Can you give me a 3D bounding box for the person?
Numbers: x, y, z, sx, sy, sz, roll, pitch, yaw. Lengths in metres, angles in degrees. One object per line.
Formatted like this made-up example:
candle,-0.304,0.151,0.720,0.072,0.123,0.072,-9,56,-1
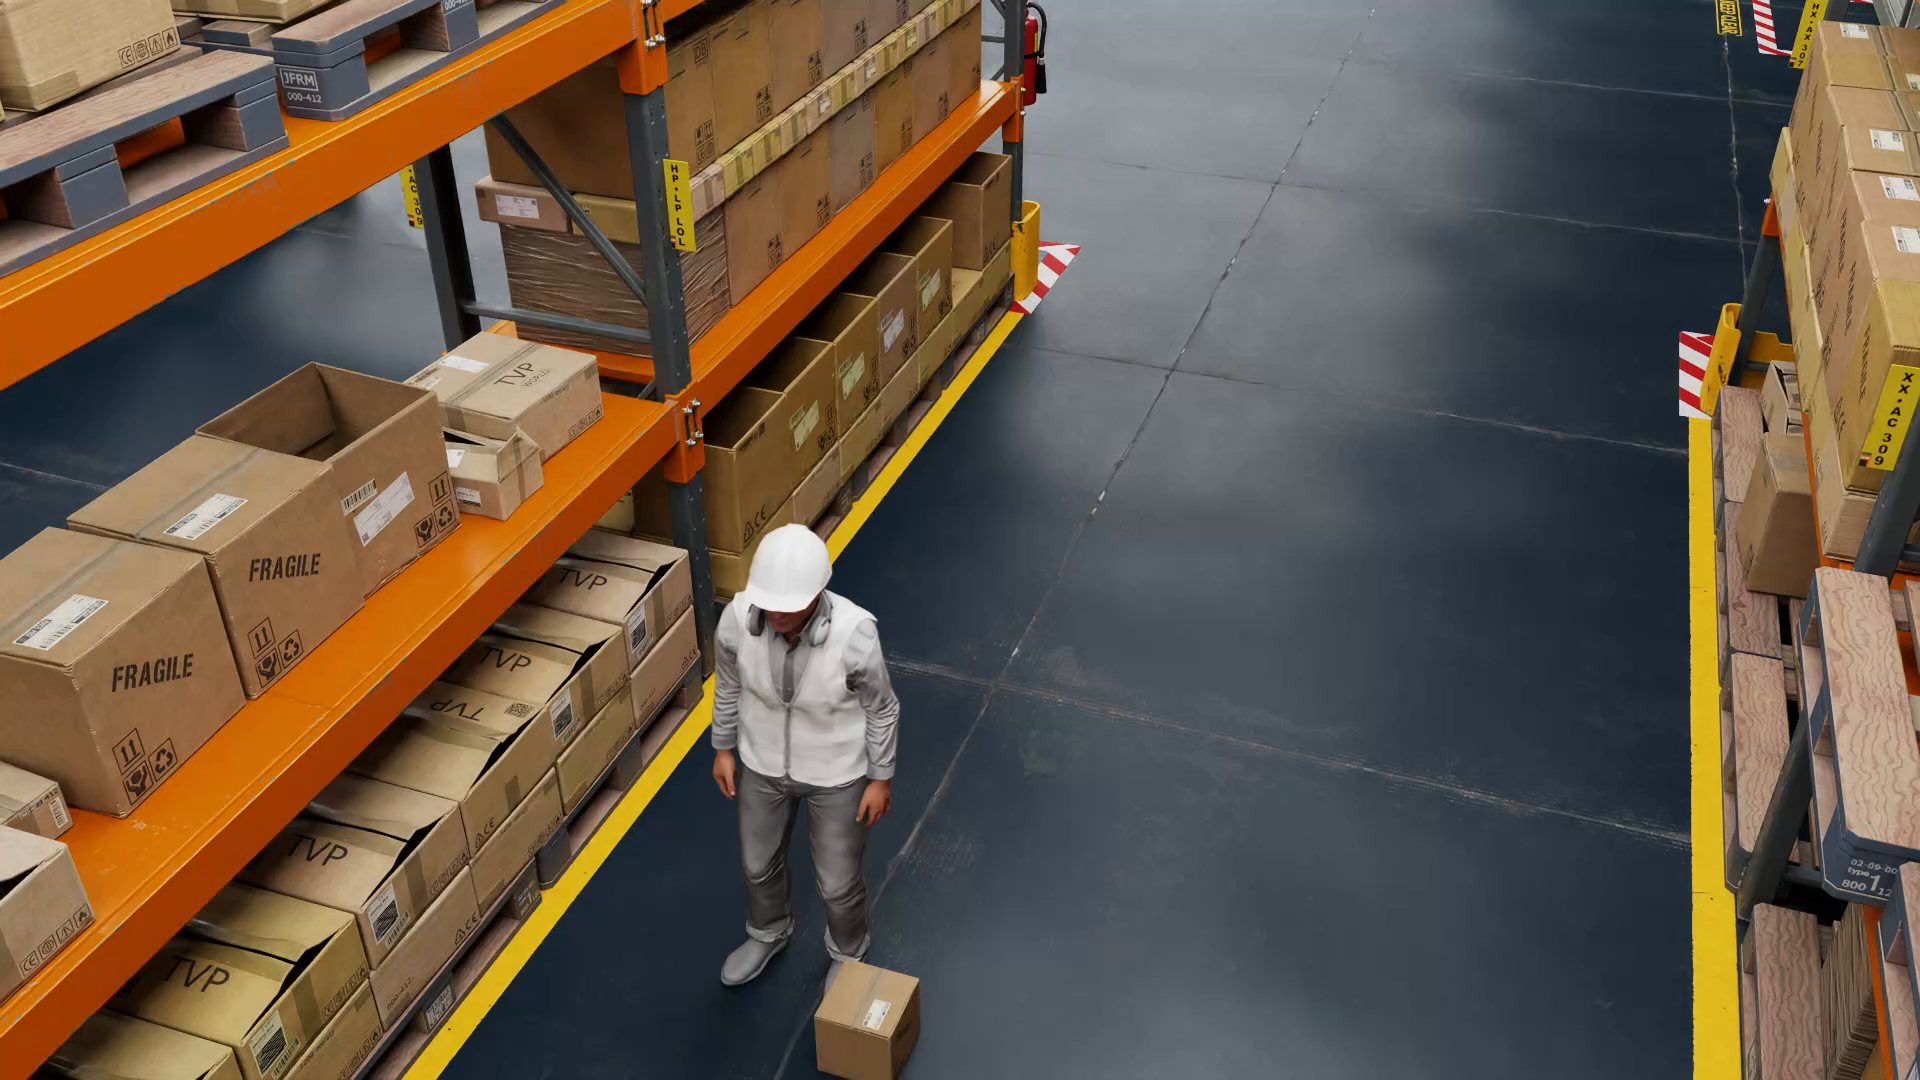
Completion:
person,-0.477,0.683,5.066,0.589,1.770,0.464,9,34,14
